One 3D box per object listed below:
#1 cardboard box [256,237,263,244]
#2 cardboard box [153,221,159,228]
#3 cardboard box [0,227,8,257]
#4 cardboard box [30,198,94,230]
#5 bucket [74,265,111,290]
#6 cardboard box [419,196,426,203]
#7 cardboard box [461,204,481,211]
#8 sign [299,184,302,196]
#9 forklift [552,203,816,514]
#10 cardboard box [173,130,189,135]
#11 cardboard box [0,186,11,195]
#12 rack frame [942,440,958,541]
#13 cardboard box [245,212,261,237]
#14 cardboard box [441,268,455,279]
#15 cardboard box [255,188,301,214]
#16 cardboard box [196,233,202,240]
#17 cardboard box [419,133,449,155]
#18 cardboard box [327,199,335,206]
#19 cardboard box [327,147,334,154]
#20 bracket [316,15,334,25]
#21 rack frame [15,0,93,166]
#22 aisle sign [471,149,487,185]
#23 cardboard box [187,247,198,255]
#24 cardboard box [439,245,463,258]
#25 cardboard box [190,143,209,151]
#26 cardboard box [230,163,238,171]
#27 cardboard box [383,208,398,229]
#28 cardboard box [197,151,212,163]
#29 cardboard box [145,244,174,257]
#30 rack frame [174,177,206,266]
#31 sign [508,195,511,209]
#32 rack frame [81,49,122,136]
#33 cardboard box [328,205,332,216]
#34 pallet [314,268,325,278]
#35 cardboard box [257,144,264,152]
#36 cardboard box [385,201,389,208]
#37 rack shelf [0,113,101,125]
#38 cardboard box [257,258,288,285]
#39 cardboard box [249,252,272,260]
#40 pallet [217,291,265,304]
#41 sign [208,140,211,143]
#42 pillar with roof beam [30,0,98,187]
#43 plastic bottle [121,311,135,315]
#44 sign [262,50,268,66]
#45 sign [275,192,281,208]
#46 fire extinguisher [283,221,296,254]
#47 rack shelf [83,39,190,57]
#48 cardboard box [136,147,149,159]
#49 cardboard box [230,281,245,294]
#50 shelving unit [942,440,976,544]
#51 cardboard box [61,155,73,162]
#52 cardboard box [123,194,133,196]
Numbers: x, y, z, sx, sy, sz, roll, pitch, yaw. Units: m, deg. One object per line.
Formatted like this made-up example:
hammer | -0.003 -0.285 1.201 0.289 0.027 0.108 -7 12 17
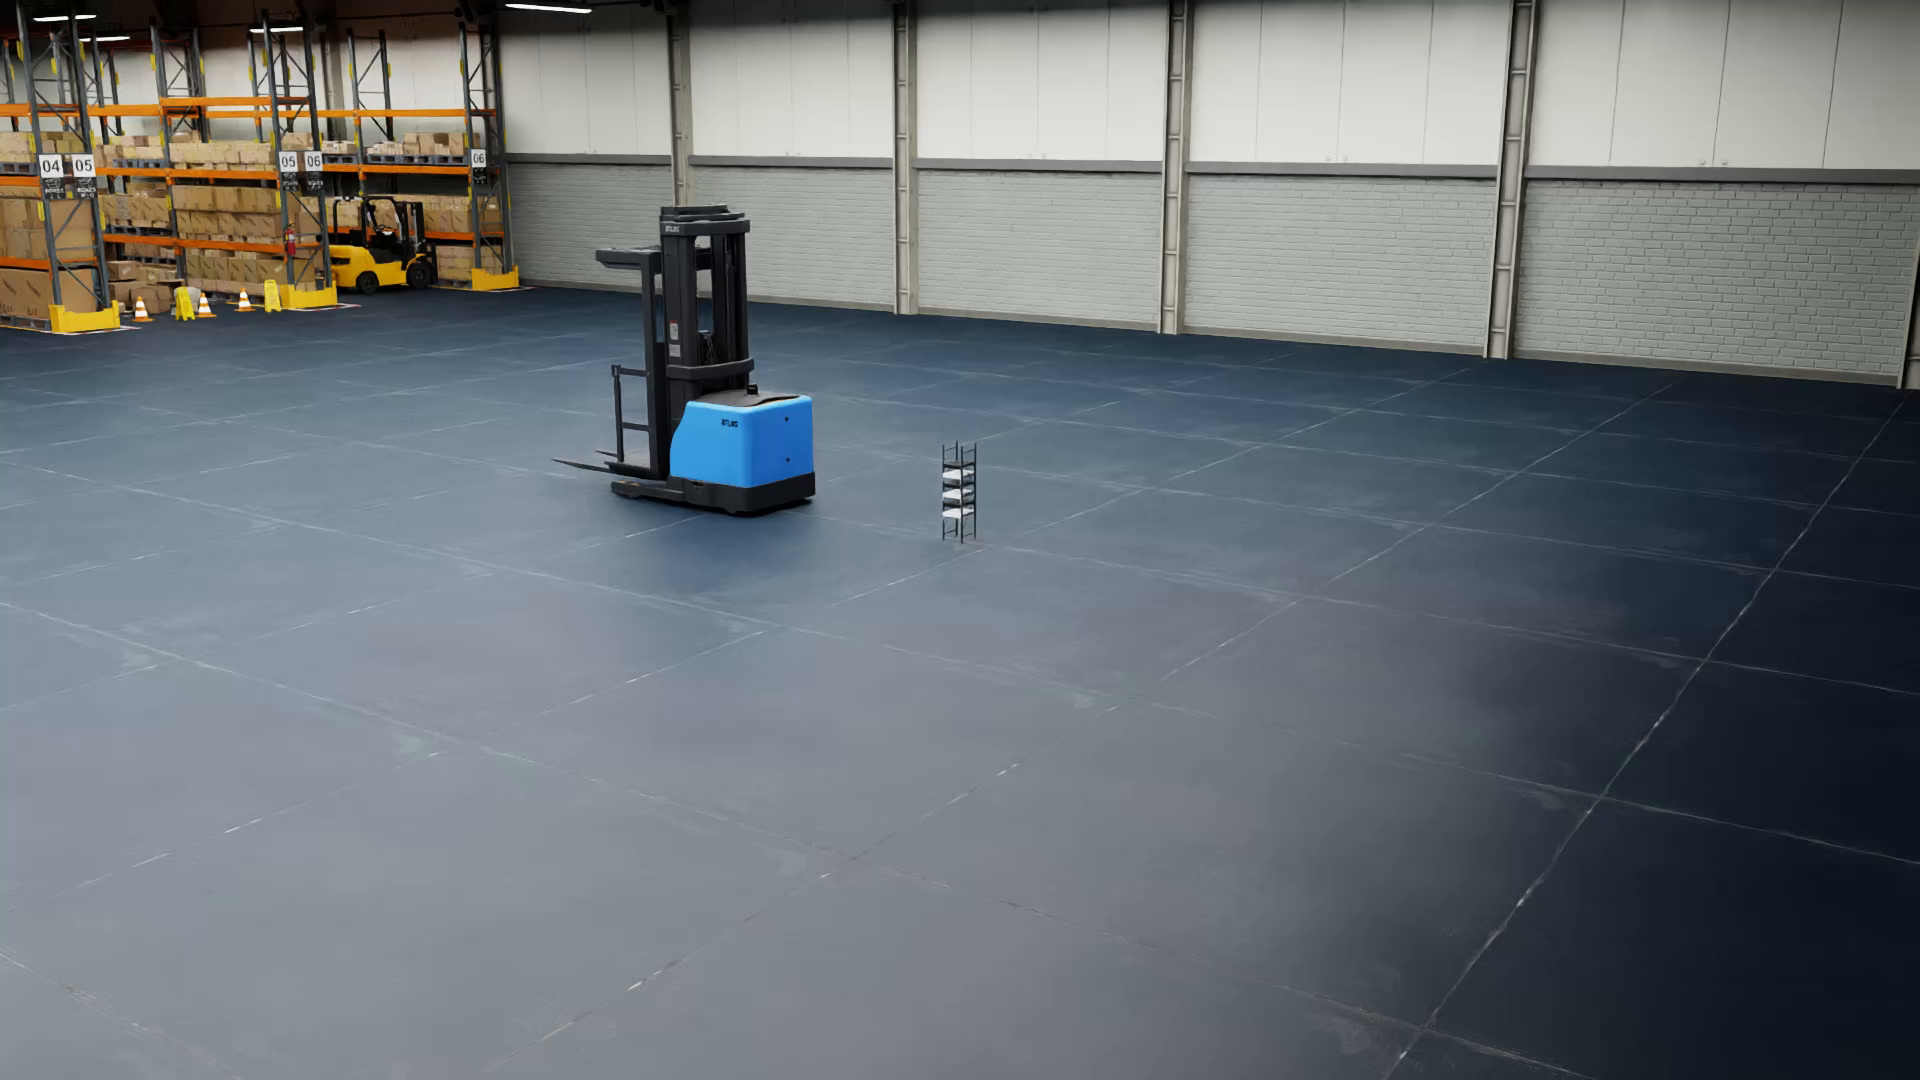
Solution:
cardboard box | -14.648 -6.354 35.199 0.250 0.149 0.380 9 16 32
cardboard box | -17.854 -7.089 37.295 0.250 0.149 0.380 9 16 31
cardboard box | -18.083 -5.764 31.978 0.500 0.550 0.875 9 17 33
cardboard box | -16.710 -6.072 30.977 0.550 0.550 0.875 9 17 33
bucket | -18.344 -5.544 35.054 0.726 0.611 0.620 -10 7 -35
cardboard box | -12.669 -8.127 39.660 0.250 0.149 0.380 9 17 34
cardboard box | -11.422 -7.762 38.807 0.250 0.149 0.380 9 17 34
sign | -17.309 -9.154 43.578 0.005 0.325 0.100 9 17 33
forklift | -2.956 -1.929 16.944 3.031 2.935 1.130 10 17 34
cardboard box | -20.880 -10.840 44.513 0.258 0.266 0.396 9 17 32
cardboard box | -23.060 -8.382 40.580 0.500 0.500 0.500 9 17 32
rack frame | -0.091 -0.452 15.201 0.006 0.900 0.240 9 17 33
cardboard box | -14.762 -6.697 35.234 0.500 0.500 0.500 9 17 33
cardboard box | -11.952 -6.346 39.492 0.500 0.250 0.500 9 17 33
cardboard box | -14.291 -7.121 34.868 0.500 0.500 0.700 9 16 31
cardboard box | -16.506 -6.673 36.488 0.250 0.149 0.380 9 17 33
cardboard box | -12.276 -9.333 39.179 0.500 0.500 0.700 9 17 33
cardboard box | -15.577 -8.440 41.546 0.250 0.149 0.380 9 16 31
cardboard box | -15.379 -9.618 41.060 0.250 0.149 0.380 9 17 33
bracket | -15.885 -13.019 41.624 0.430 0.232 0.235 9 17 33
rack frame | -16.424 -8.330 30.172 0.127 3.000 1.000 9 17 33
aisle sign | -11.088 -8.603 38.350 0.004 0.787 0.394 9 17 33
cardboard box | -20.660 -7.898 45.242 0.500 0.500 0.500 10 17 35
cardboard box | -11.961 -6.830 39.365 0.500 0.250 0.500 10 17 34
cardboard box | -16.336 -8.462 35.811 0.250 0.149 0.380 9 17 32
cardboard box | -15.245 -7.922 35.289 0.250 0.149 0.380 9 16 31
cardboard box | -13.633 -7.815 40.370 0.500 0.500 0.500 10 17 34
cardboard box | -16.011 -8.232 35.711 0.500 0.250 0.500 9 17 33
cardboard box | -22.251 -8.182 46.388 0.500 0.500 0.700 8 16 31
rack frame | -20.936 -9.018 45.436 0.127 3.000 1.000 9 17 33
sign | -10.663 -7.977 39.265 0.005 0.325 0.100 9 17 33
rack frame | -24.255 -12.466 46.882 0.127 3.000 1.000 9 17 33
cardboard box | -15.699 -8.267 41.674 0.500 0.250 0.500 10 17 34
pallet | -15.947 -6.846 42.465 1.213 0.211 1.003 9 17 33
cardboard box | -14.383 -8.168 34.625 0.250 0.149 0.380 10 17 34
cardboard box | -13.732 -8.149 40.369 0.250 0.149 0.380 9 17 33
rack shelf | -22.043 -10.128 39.766 4.000 0.370 1.077 9 17 33
cardboard box | -14.556 -5.707 35.348 0.500 0.500 0.500 9 17 33
cardboard box | -14.898 -6.057 35.415 0.250 0.149 0.380 10 17 34
pallet | -15.471 -5.355 36.441 1.213 0.211 1.003 9 17 33
sign | -16.768 -8.771 37.120 0.005 0.325 0.100 9 17 33
pillar with roof beam | -28.391 -12.149 45.601 0.548 9.000 9.100 9 17 33
plastic bottle | -16.907 -4.608 33.739 0.283 0.061 0.133 3 14 14
sign | -14.072 -9.753 33.646 0.005 0.325 0.100 9 17 33
sign | -14.072 -7.026 34.321 0.005 0.325 0.100 9 17 33
fire extinguisher | -13.908 -6.273 34.511 0.183 0.674 0.296 9 17 33
rack shelf | -22.595 -13.462 45.485 4.000 0.370 1.077 9 17 33
cardboard box | -18.047 -8.660 37.187 0.500 0.250 0.500 9 17 33
cardboard box | -15.429 -5.482 36.002 0.500 0.250 0.500 8 16 31
shelving unit | -0.007 -0.438 15.146 0.210 0.900 0.258 9 17 33
cardboard box | -16.530 -7.114 30.944 0.250 0.149 0.380 9 17 33
cardboard box | -19.416 -7.815 38.877 0.500 0.500 0.500 9 16 32
